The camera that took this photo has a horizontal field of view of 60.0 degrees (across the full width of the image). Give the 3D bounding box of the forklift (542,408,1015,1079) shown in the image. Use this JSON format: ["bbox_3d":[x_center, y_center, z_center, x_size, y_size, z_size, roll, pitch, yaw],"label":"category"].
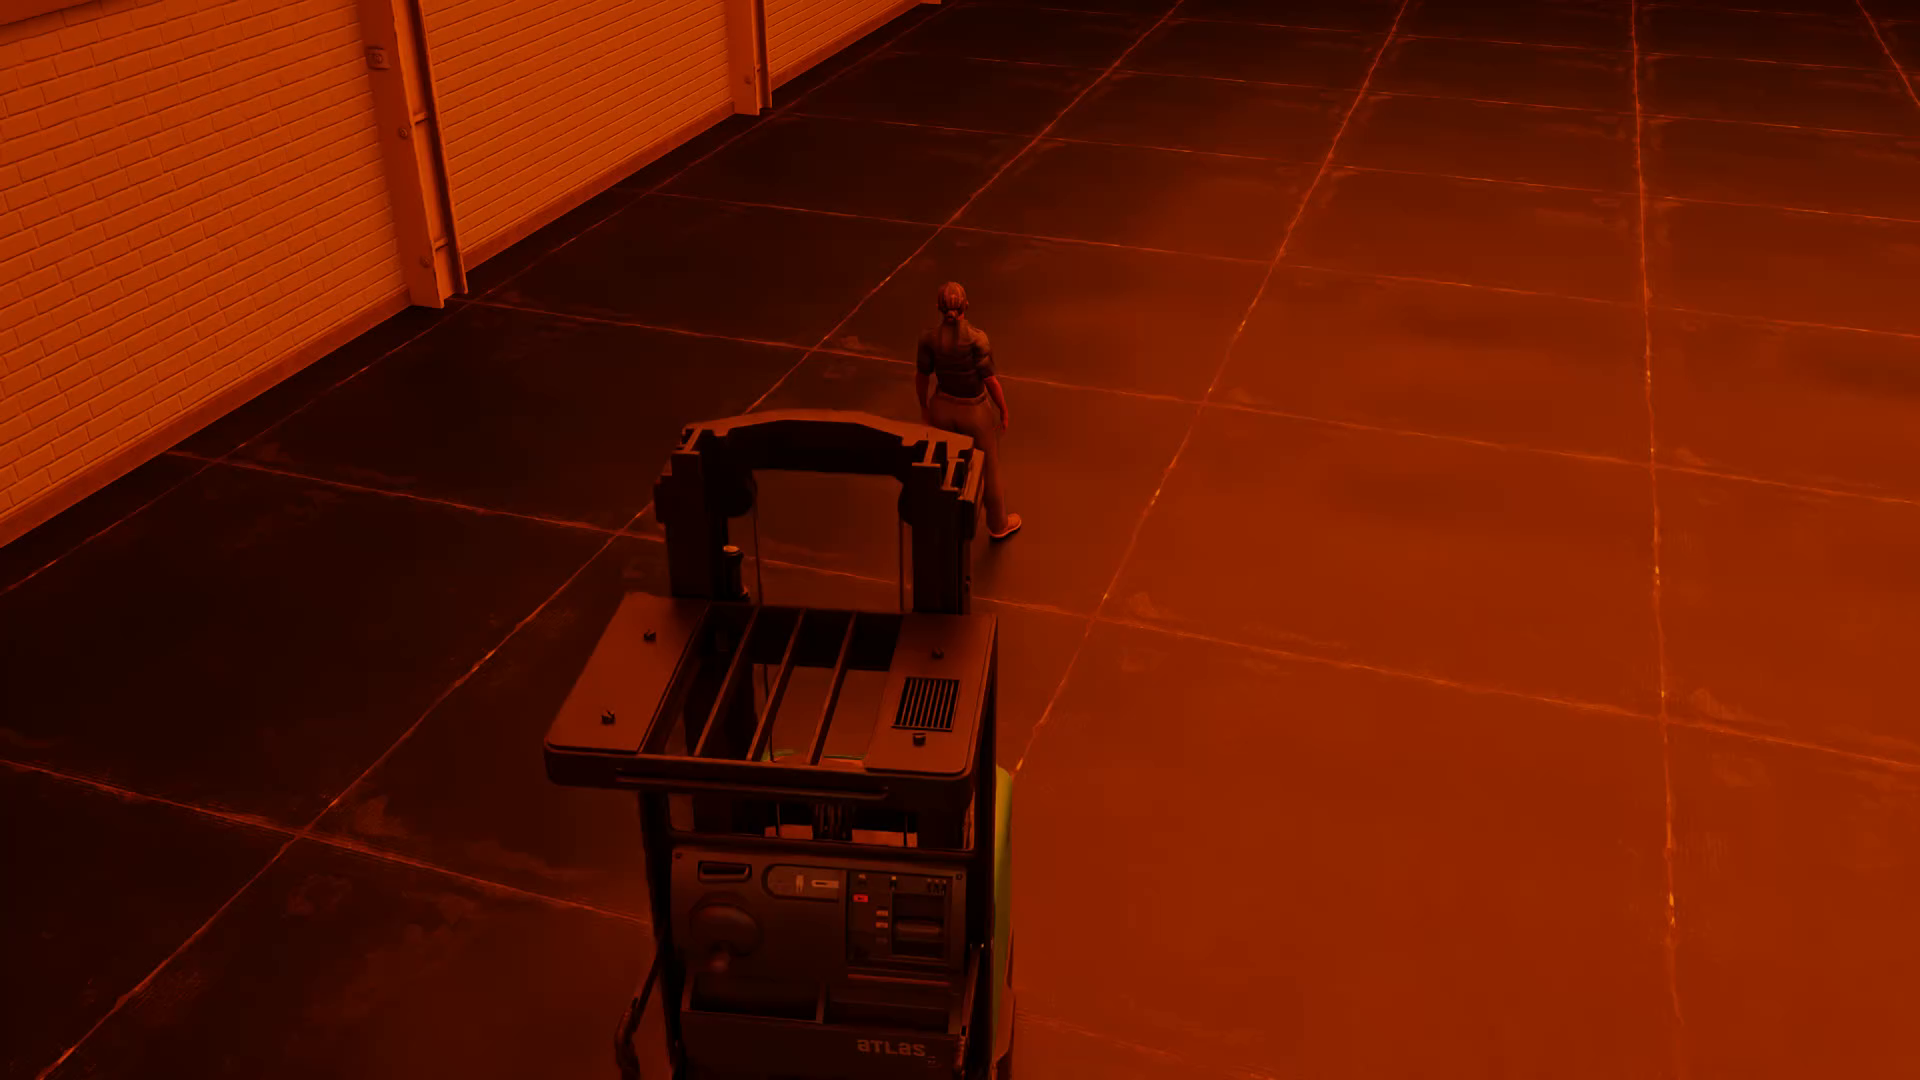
[{"bbox_3d":[-0.465,1.219,4.999,1.130,2.935,3.031,3,30,6],"label":"forklift"}]

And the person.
[{"bbox_3d":[0.047,-0.763,9.749,0.569,1.654,0.504,10,31,16],"label":"person"}]
